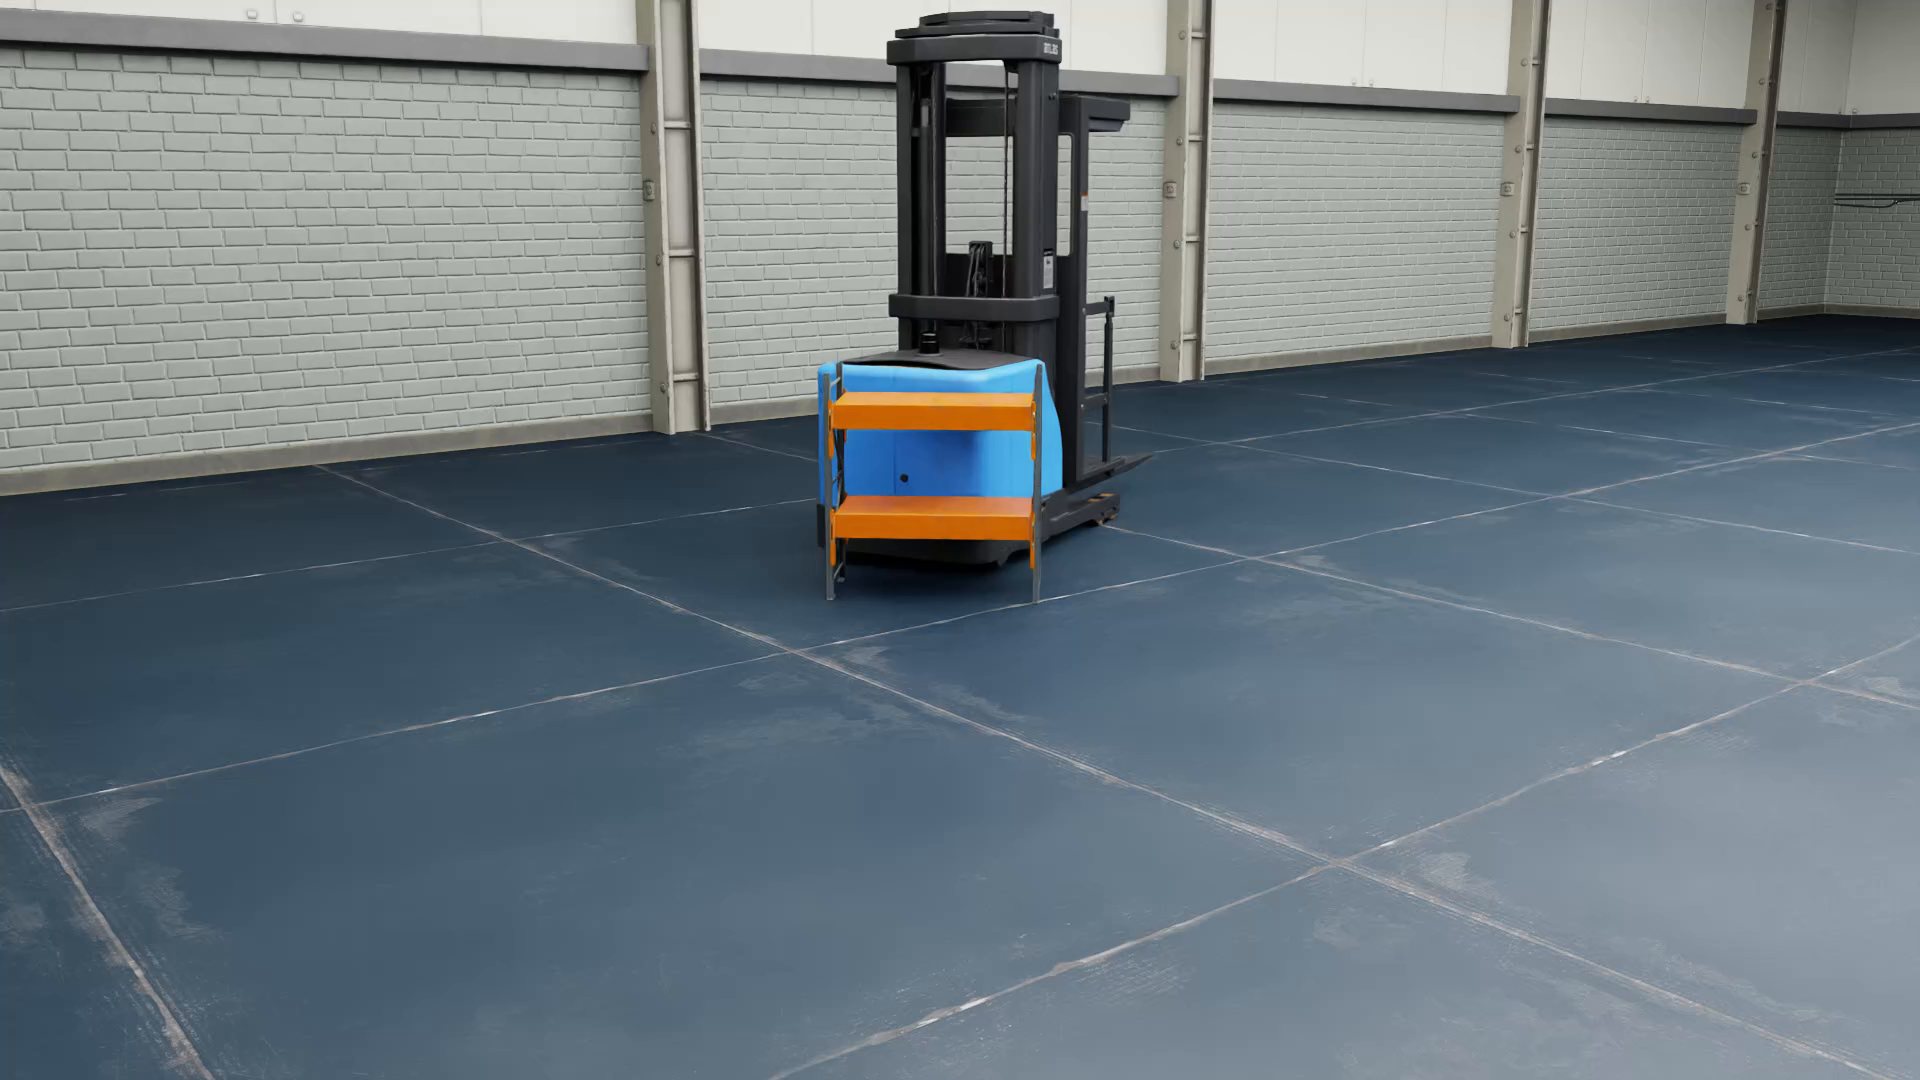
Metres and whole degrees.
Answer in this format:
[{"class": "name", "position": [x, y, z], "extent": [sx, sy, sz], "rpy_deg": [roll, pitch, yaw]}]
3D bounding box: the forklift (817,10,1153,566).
[{"class": "forklift", "position": [0.333, -1.557, 9.904], "extent": [1.130, 2.935, 3.031], "rpy_deg": [6, 13, 26]}]

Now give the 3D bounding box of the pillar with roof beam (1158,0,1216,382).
[{"class": "pillar with roof beam", "position": [5.034, -5.404, 13.414], "extent": [0.400, 9.000, 9.100], "rpy_deg": [-9, 15, -38]}]

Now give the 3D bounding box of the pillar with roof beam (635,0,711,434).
[{"class": "pillar with roof beam", "position": [0.349, -4.626, 9.747], "extent": [0.400, 9.000, 9.100], "rpy_deg": [-9, 15, -38]}]

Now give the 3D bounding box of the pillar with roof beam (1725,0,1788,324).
[{"class": "pillar with roof beam", "position": [14.405, -6.961, 20.747], "extent": [0.400, 9.000, 9.100], "rpy_deg": [-9, 15, -38]}]

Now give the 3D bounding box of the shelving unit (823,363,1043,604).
[{"class": "shelving unit", "position": [-0.121, -0.295, 8.311], "extent": [1.048, 1.125, 0.538], "rpy_deg": [1, 12, 4]}]

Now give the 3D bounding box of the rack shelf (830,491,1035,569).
[{"class": "rack shelf", "position": [-0.121, -0.056, 8.362], "extent": [1.000, 0.278, 0.538], "rpy_deg": [1, 12, 4]}]

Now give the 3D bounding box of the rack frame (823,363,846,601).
[{"class": "rack frame", "position": [-0.628, -0.302, 8.344], "extent": [0.032, 1.125, 0.500], "rpy_deg": [1, 12, 4]}]

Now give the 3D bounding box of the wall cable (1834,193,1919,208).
[{"class": "wall cable", "position": [14.842, -6.308, 25.148], "extent": [0.112, 2.526, 3.097], "rpy_deg": [-9, 15, -38]}]

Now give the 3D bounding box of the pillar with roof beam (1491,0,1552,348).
[{"class": "pillar with roof beam", "position": [9.719, -6.183, 17.080], "extent": [0.400, 9.000, 9.100], "rpy_deg": [-9, 15, -38]}]

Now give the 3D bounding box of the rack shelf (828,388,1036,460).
[{"class": "rack shelf", "position": [-0.121, -0.582, 8.251], "extent": [1.000, 0.278, 0.538], "rpy_deg": [1, 12, 4]}]

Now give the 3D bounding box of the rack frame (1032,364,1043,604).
[{"class": "rack frame", "position": [0.386, -0.288, 8.279], "extent": [0.032, 1.125, 0.500], "rpy_deg": [1, 12, 4]}]
